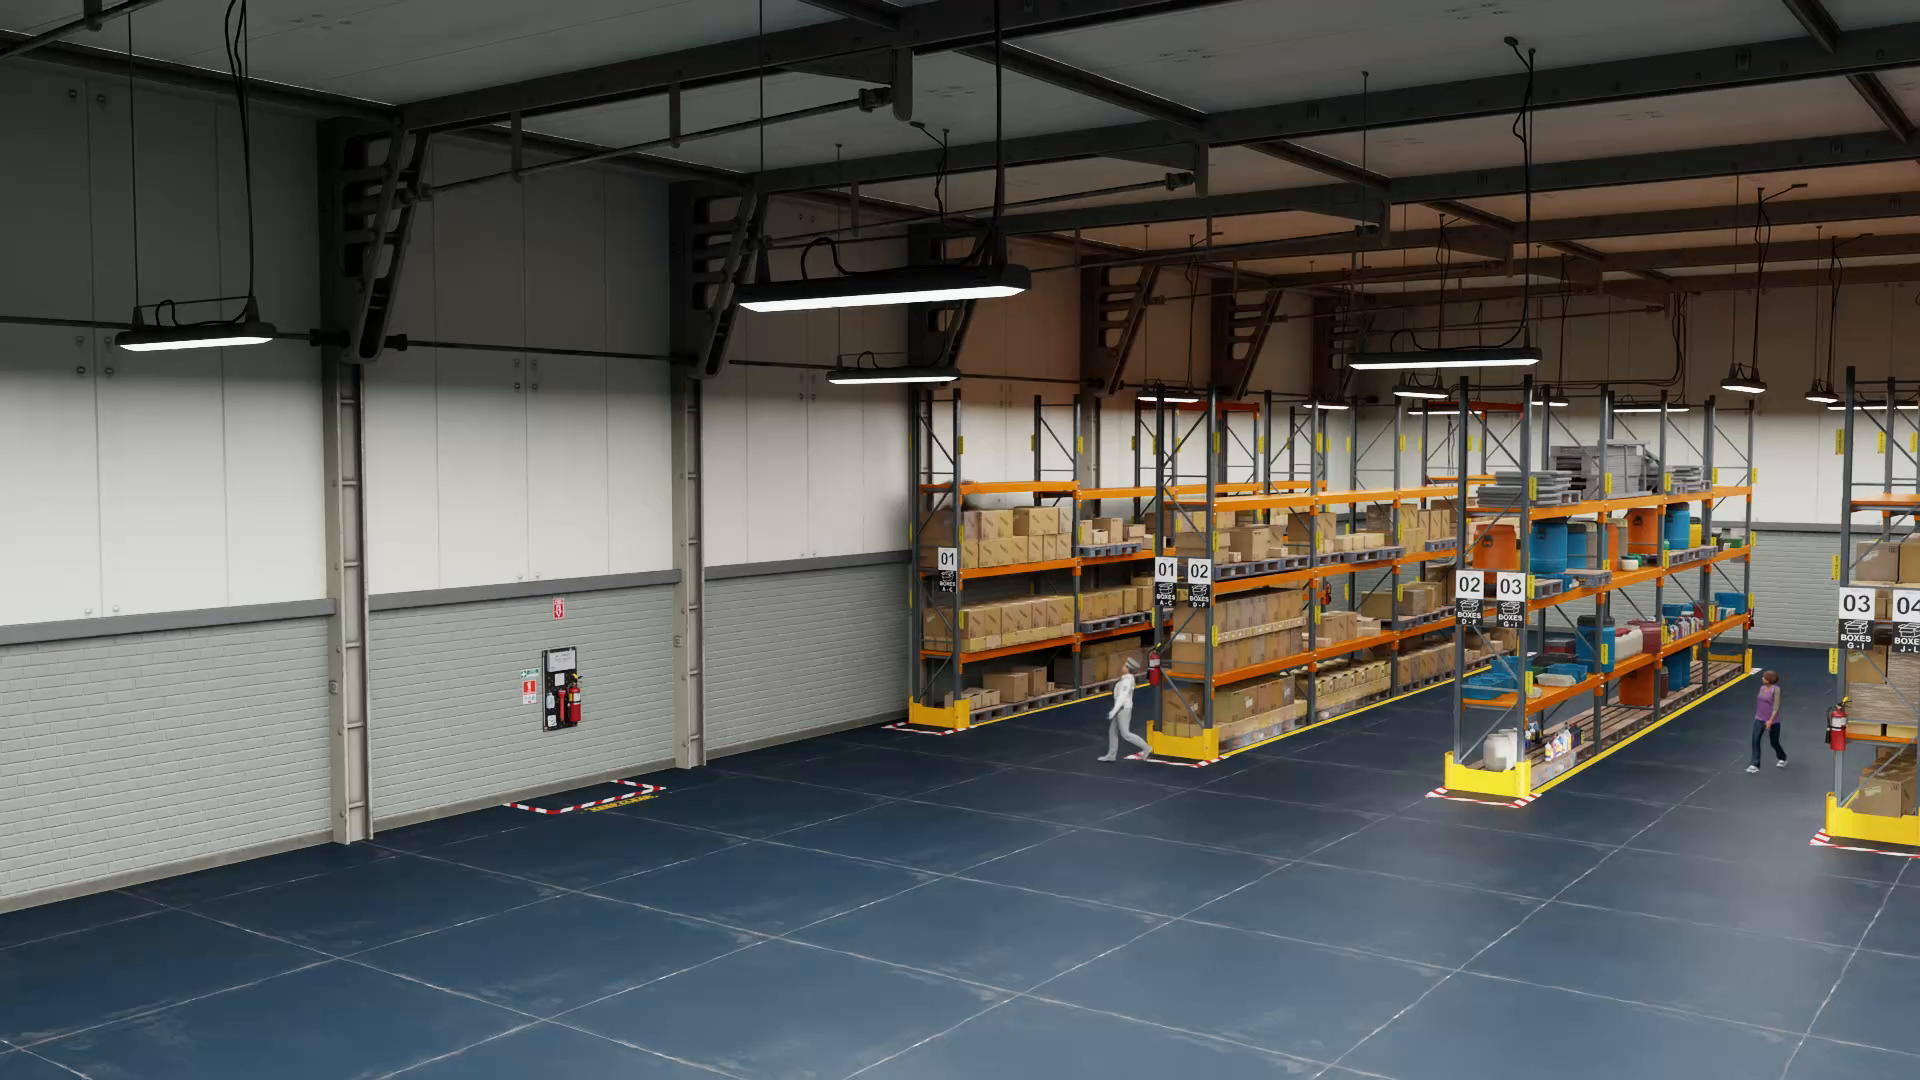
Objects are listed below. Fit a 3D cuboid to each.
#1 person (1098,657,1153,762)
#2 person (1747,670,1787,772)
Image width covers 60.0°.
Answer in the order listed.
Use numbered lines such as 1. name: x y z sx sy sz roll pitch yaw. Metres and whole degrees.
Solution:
1. person: 2.591 2.682 26.212 0.831 1.665 0.482 0 3 7
2. person: 12.390 2.767 25.473 0.868 1.550 0.379 -3 4 -39
